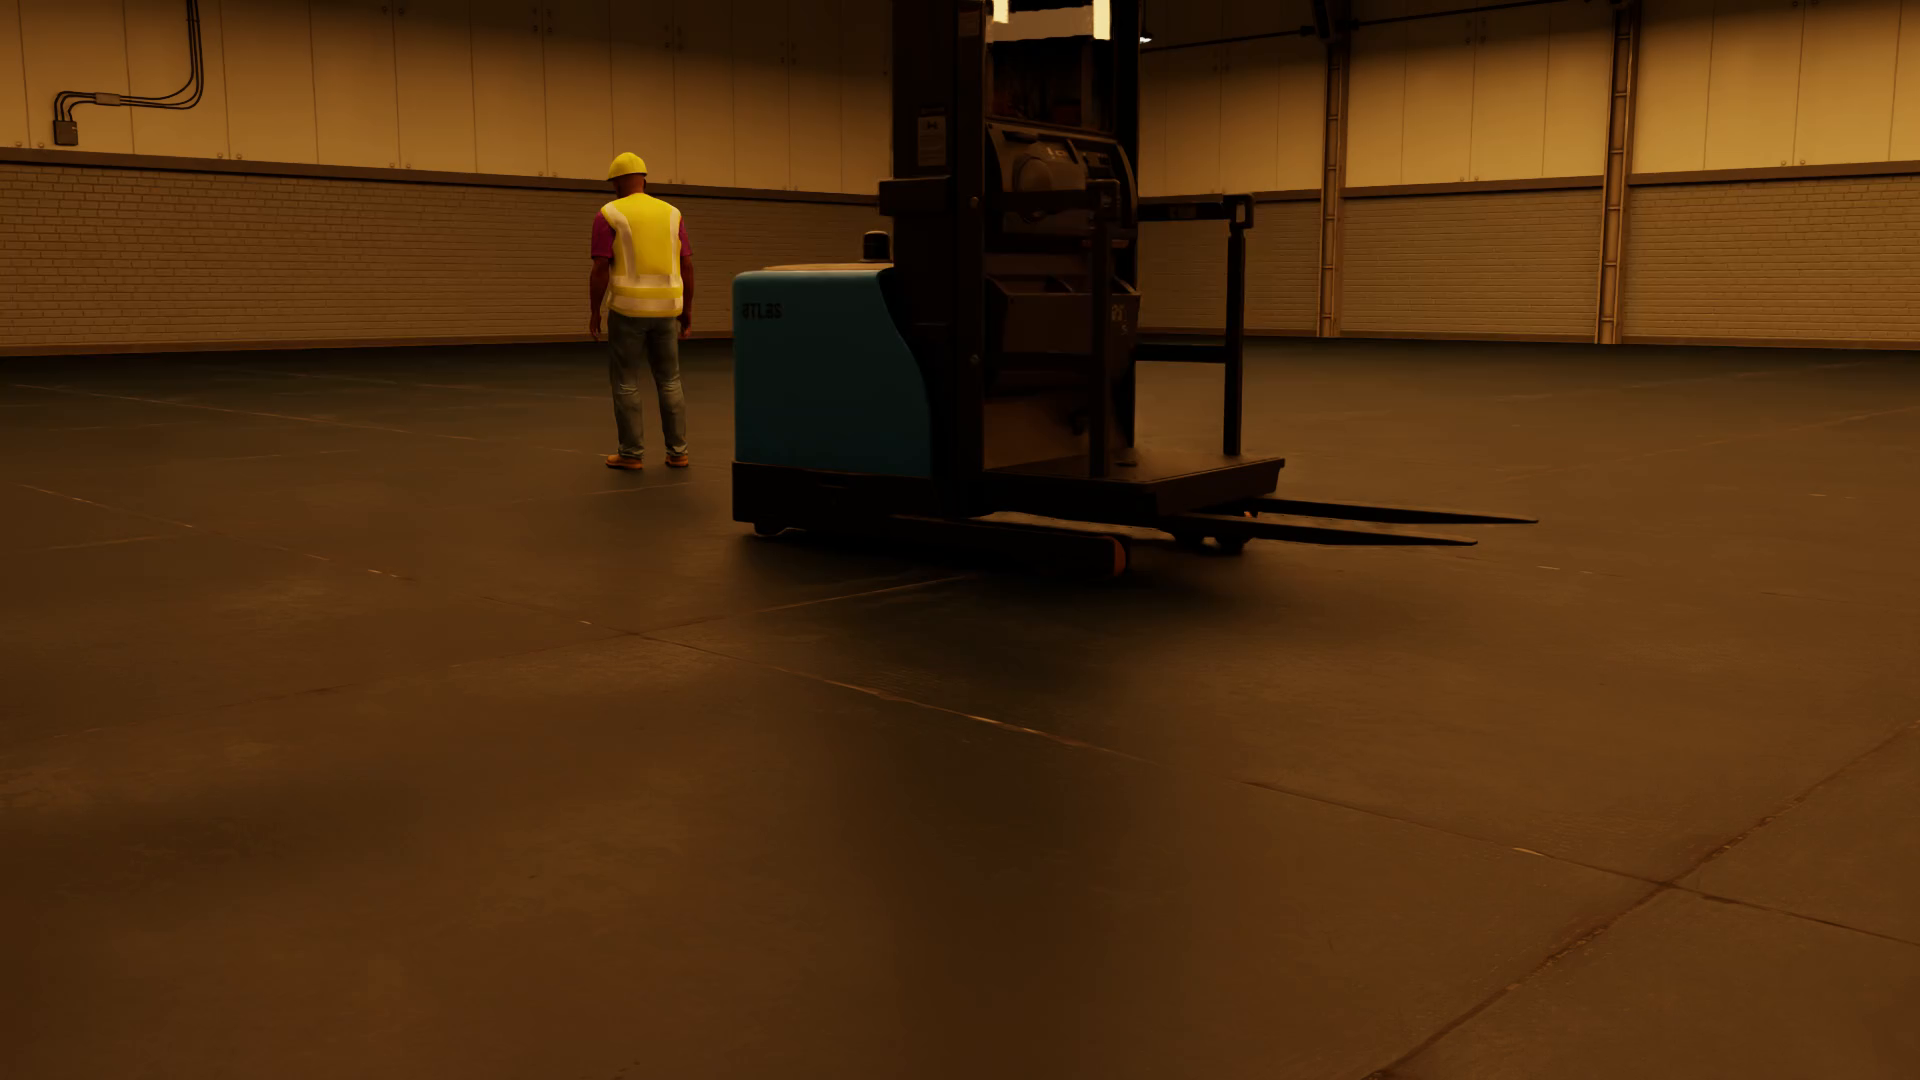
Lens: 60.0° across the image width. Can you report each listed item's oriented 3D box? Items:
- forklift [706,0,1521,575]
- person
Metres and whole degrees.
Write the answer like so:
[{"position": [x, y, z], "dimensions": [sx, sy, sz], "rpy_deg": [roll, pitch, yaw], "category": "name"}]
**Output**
[{"position": [0.565, -1.416, 6.275], "dimensions": [3.031, 2.935, 1.130], "rpy_deg": [3, 9, 22], "category": "forklift"}, {"position": [-1.789, -1.288, 9.370], "dimensions": [0.627, 1.761, 0.456], "rpy_deg": [-5, 10, -30], "category": "person"}]
